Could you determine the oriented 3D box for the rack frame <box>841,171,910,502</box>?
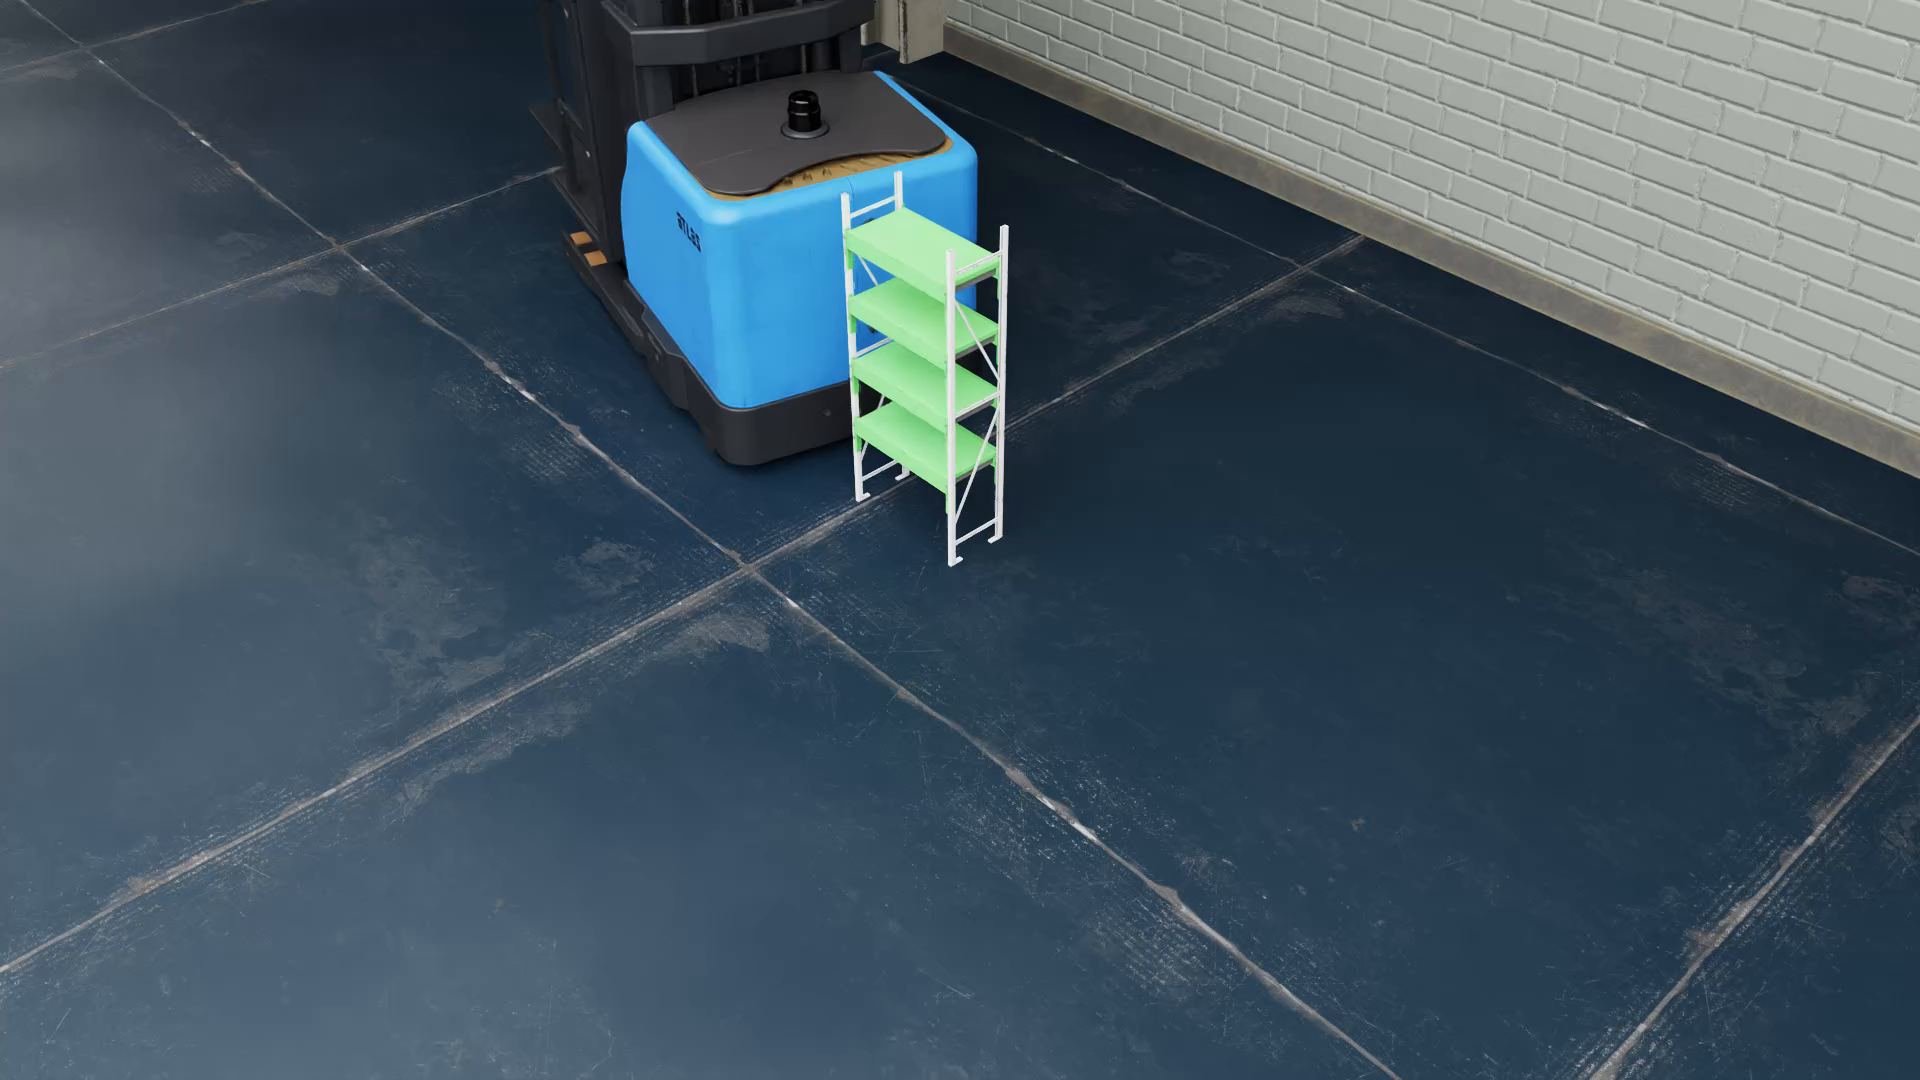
[{"bbox_3d":[-0.277,-0.656,5.608,0.240,1.200,0.015,-30,48,-32],"label":"rack frame"}]

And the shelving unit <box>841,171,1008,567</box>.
[{"bbox_3d":[-0.112,-0.543,5.468,0.258,1.200,0.503,-30,48,-32],"label":"shelving unit"}]

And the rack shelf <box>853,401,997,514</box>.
[{"bbox_3d":[-0.112,-0.307,5.659,0.258,0.148,0.480,-30,48,-32],"label":"rack shelf"}]

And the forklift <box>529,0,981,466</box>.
[{"bbox_3d":[-1.060,-2.320,6.289,1.130,2.935,3.031,-19,42,-21],"label":"forklift"}]

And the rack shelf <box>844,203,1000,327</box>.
[{"bbox_3d":[-0.112,-0.867,5.206,0.258,0.148,0.480,-30,48,-32],"label":"rack shelf"}]

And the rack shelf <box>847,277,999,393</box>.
[{"bbox_3d":[-0.112,-0.680,5.357,0.258,0.148,0.480,-30,48,-32],"label":"rack shelf"}]

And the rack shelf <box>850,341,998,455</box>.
[{"bbox_3d":[-0.112,-0.494,5.508,0.258,0.148,0.480,-30,48,-32],"label":"rack shelf"}]

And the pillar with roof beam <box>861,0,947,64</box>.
[{"bbox_3d":[-3.482,-4.375,4.005,9.100,9.000,0.400,-30,48,-32],"label":"pillar with roof beam"}]

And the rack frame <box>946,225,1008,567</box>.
[{"bbox_3d":[0.053,-0.430,5.328,0.240,1.200,0.015,-30,48,-32],"label":"rack frame"}]
